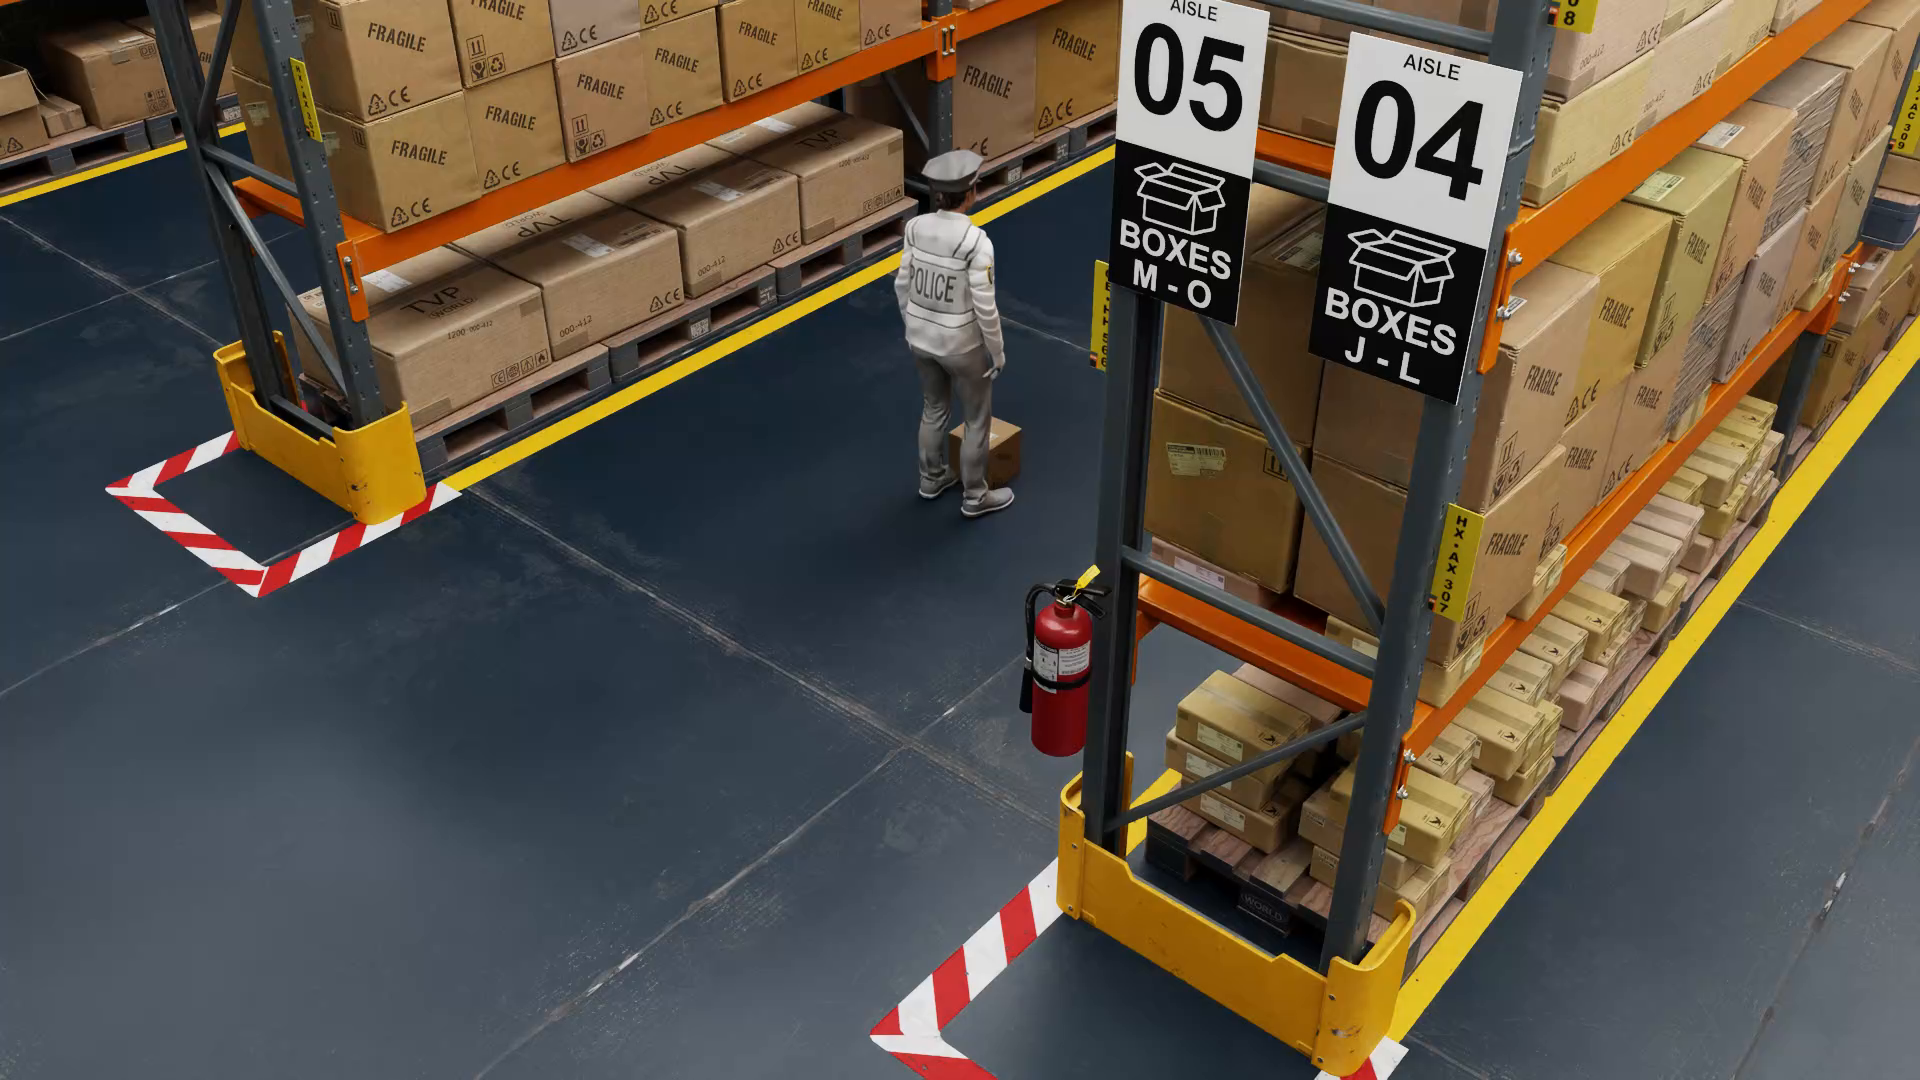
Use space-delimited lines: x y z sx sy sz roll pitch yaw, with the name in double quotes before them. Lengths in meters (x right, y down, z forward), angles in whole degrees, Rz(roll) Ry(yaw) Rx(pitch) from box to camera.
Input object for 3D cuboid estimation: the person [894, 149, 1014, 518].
"person" -0.036 -0.886 7.399 0.542 1.662 0.375 23 41 29
